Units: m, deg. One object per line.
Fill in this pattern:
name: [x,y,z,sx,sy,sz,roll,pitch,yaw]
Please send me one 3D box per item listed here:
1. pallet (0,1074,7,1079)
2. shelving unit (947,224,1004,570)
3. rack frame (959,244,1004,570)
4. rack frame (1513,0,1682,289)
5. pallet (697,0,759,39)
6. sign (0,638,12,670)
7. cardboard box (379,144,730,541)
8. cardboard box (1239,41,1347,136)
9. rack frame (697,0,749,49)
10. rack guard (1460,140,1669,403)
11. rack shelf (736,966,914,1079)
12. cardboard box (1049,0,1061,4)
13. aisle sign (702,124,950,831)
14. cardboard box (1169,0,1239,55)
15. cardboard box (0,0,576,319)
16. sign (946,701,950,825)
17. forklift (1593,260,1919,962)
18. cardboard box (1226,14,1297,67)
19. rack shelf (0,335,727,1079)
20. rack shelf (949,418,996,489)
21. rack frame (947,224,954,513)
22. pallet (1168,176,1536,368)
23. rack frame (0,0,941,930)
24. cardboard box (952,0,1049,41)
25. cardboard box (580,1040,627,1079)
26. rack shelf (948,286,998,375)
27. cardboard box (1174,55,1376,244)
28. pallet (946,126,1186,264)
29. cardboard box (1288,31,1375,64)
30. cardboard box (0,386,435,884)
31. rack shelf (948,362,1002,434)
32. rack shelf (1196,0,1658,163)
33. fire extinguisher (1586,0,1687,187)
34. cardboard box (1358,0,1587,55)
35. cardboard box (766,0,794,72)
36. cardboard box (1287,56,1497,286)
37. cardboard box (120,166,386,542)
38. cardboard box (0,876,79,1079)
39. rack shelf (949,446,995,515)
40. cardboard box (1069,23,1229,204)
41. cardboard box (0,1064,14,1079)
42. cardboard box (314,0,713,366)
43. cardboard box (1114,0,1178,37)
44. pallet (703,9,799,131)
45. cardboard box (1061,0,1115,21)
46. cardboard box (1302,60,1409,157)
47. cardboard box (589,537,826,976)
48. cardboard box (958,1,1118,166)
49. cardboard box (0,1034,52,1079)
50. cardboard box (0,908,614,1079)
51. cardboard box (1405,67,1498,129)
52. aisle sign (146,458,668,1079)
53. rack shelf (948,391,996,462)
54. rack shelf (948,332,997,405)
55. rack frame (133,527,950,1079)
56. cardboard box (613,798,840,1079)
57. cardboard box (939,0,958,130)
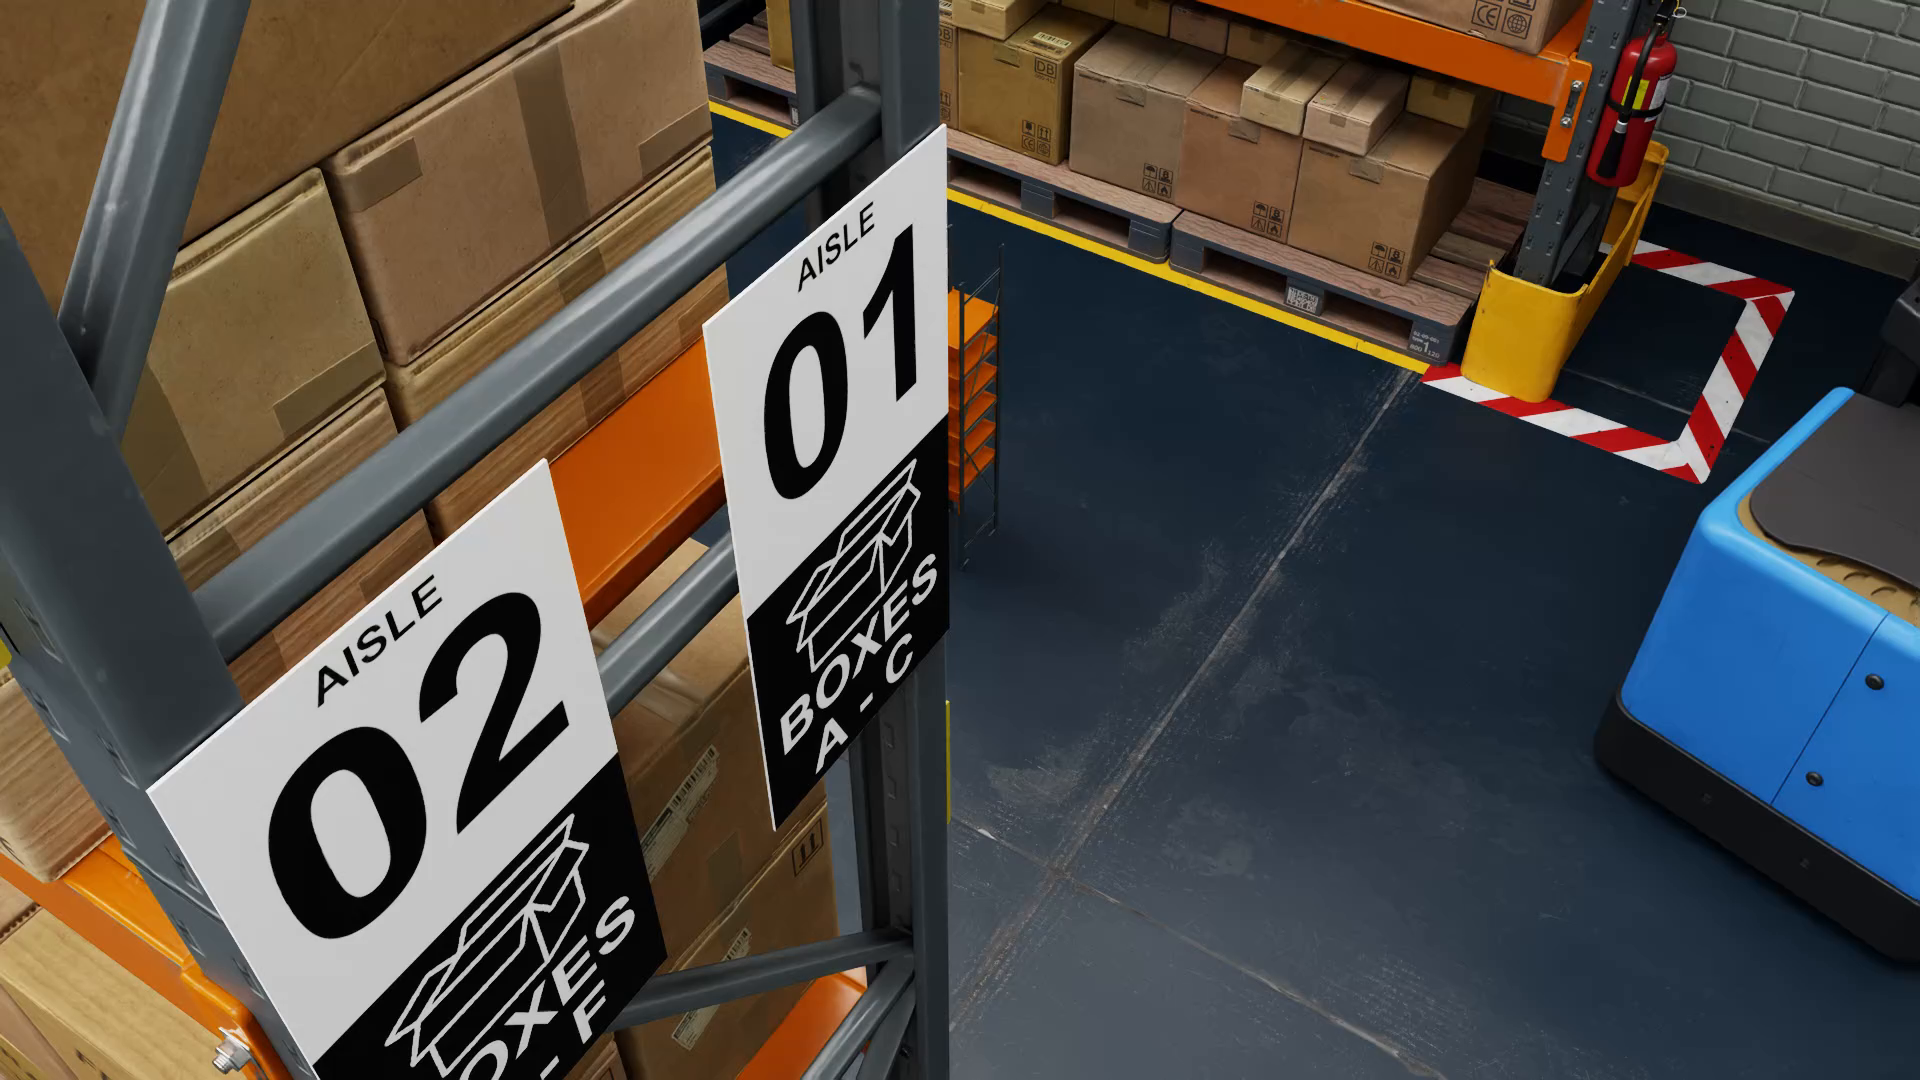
pallet: [-2.096,1.183,4.453,1.213,0.211,1.003,25,51,22]
shelving unit: [-0.012,-0.424,5.325,0.189,1.200,0.258,25,51,22]
rack frame: [0.065,-0.388,5.291,0.006,1.200,0.240,25,51,22]
rack frame: [2.333,-1.970,5.573,0.127,3.000,1.000,25,51,22]
pallet: [-1.724,-2.800,8.324,1.213,0.211,1.003,25,51,22]
sign: [-0.654,-0.005,0.954,0.005,0.325,0.100,25,51,22]
cardboard box: [-0.633,-0.324,1.986,0.500,0.250,0.500,25,51,22]
cardboard box: [1.268,-1.720,6.328,0.250,0.149,0.380,26,51,23]
rack frame: [-1.034,-3.519,7.078,0.127,3.000,1.000,25,51,22]
rack guard: [2.353,-1.090,6.460,0.348,0.500,1.175,25,51,22]
rack shelf: [-2.021,0.498,3.676,4.000,0.370,1.077,25,51,22]
cardboard box: [0.404,-2.442,7.029,0.250,0.149,0.380,25,51,22]
aisle sign: [-0.122,-0.035,1.880,0.004,0.787,0.394,25,51,22]
cardboard box: [1.051,-2.145,6.741,0.250,0.149,0.380,25,51,23]
cardboard box: [-0.779,-0.596,1.379,0.500,0.500,0.700,25,51,22]
sign: [-0.045,0.392,2.674,0.005,0.325,0.100,25,51,22]
forklift: [3.339,-0.805,4.489,3.031,2.935,1.130,-34,55,-28]
cardboard box: [1.266,-2.047,6.646,0.250,0.149,0.380,25,51,22]
rack shelf: [-2.021,-0.547,2.600,4.000,0.370,1.077,25,51,22]
rack shelf: [-0.012,-0.309,5.443,0.180,0.103,0.258,25,51,22]
rack frame: [-0.089,-0.459,5.360,0.006,1.200,0.240,25,51,22]
pallet: [1.618,-1.261,6.828,1.213,0.211,1.003,25,51,22]
rack frame: [-0.338,-1.069,0.514,0.127,3.000,1.000,25,51,22]
cardboard box: [0.170,-2.224,6.818,0.250,0.149,0.380,23,50,21]
cardboard box: [-0.862,0.978,2.639,0.500,0.500,0.500,26,51,23]
rack shelf: [-0.012,-0.644,5.099,0.180,0.103,0.258,25,51,22]
cardboard box: [1.269,-1.650,6.712,0.500,0.500,0.700,25,51,22]
pallet: [0.595,-1.734,7.288,1.213,0.211,1.003,25,51,22]
cardboard box: [1.476,-1.950,6.551,0.250,0.149,0.380,25,51,22]
cardboard box: [-0.913,-0.011,1.682,0.500,0.250,0.500,25,51,22]
rack shelf: [-0.012,-0.476,5.271,0.180,0.103,0.258,25,51,22]
rack shelf: [0.650,-2.494,6.584,4.000,0.370,1.077,25,51,22]
fire extinguisher: [2.211,-1.476,5.407,0.183,0.674,0.296,25,51,22]
cardboard box: [1.899,-2.266,5.651,0.700,0.700,0.980,27,52,24]
cardboard box: [-0.460,-2.443,7.482,0.500,0.500,0.700,25,51,23]
cardboard box: [1.690,-1.456,6.524,0.500,0.500,0.700,25,51,22]
cardboard box: [-0.908,-0.191,1.508,0.500,0.250,0.500,25,51,22]
cardboard box: [-1.287,0.437,2.467,0.500,0.500,0.500,26,51,23]
rack shelf: [-0.012,-0.226,5.529,0.180,0.103,0.258,25,51,22]
cardboard box: [0.845,-1.844,6.901,0.500,0.500,0.700,23,50,21]
cardboard box: [-1.718,0.582,3.023,0.500,0.500,0.500,25,51,22]
cardboard box: [-0.630,-0.502,1.810,0.500,0.250,0.500,25,51,22]
cardboard box: [0.835,-2.244,6.837,0.250,0.149,0.380,25,51,22]
pallet: [-0.436,-2.206,7.746,1.213,0.211,1.003,25,51,22]
cardboard box: [0.622,-2.343,6.933,0.250,0.149,0.380,24,50,21]
cardboard box: [1.484,-1.622,6.232,0.250,0.149,0.380,24,51,22]
cardboard box: [-0.569,0.307,2.593,0.500,0.500,0.500,26,51,23]
cardboard box: [0.392,-2.046,7.097,0.500,0.500,0.700,26,51,23]
cardboard box: [-1.300,0.779,2.832,0.500,0.500,0.500,25,51,22]
cardboard box: [-0.861,0.632,2.277,0.500,0.500,0.500,24,51,22]
cardboard box: [1.903,-1.755,6.361,0.250,0.149,0.380,25,51,22]
aisle sign: [-0.446,0.327,1.528,0.004,0.787,0.394,25,51,22]
rack shelf: [-0.012,-0.393,5.357,0.180,0.103,0.258,25,51,22]
rack shelf: [-0.012,-0.560,5.185,0.180,0.103,0.258,25,51,22]
rack frame: [-0.338,1.022,2.666,0.127,3.000,1.000,25,51,22]
cardboard box: [-0.569,0.656,2.952,0.500,0.500,0.500,26,51,23]
cardboard box: [-0.039,-2.246,7.291,0.500,0.500,0.700,24,51,22]
